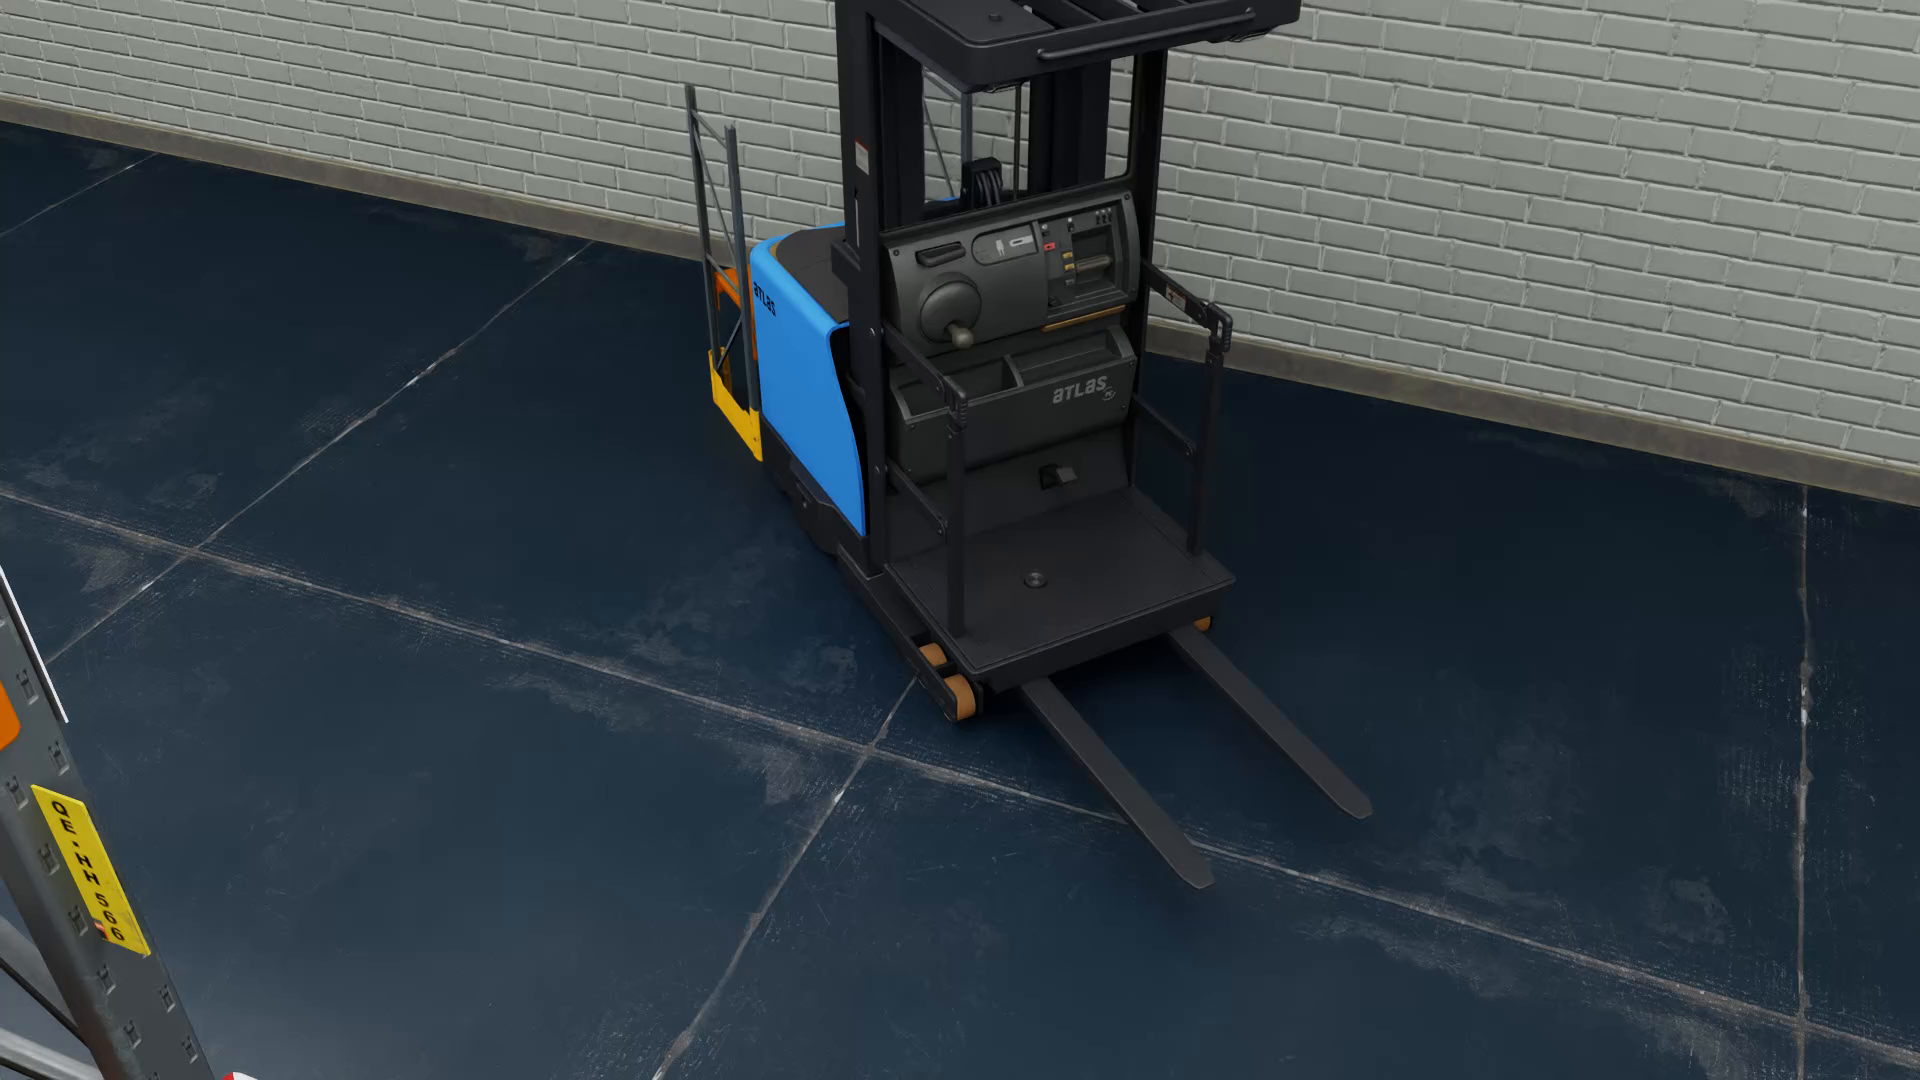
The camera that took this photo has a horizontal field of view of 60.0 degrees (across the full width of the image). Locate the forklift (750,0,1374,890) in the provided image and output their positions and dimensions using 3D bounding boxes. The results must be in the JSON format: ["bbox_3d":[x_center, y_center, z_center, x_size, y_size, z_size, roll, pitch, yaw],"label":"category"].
[{"bbox_3d":[0.296,-0.842,5.428,1.130,2.935,3.031,-18,40,-22],"label":"forklift"}]

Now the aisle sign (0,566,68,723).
[{"bbox_3d":[-1.461,-0.099,2.206,0.394,0.787,0.004,14,39,18],"label":"aisle sign"}]

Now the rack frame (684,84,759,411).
[{"bbox_3d":[-0.983,-1.101,6.970,0.032,1.500,0.500,-17,40,-21],"label":"rack frame"}]

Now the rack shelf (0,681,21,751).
[{"bbox_3d":[-2.527,1.108,0.858,1.077,0.370,4.000,14,39,18],"label":"rack shelf"}]

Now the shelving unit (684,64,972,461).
[{"bbox_3d":[-0.523,-1.242,7.159,1.083,1.500,0.587,-17,40,-21],"label":"shelving unit"}]

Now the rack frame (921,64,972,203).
[{"bbox_3d":[-0.078,-1.378,7.341,0.032,1.500,0.500,-17,40,-21],"label":"rack frame"}]

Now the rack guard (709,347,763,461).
[{"bbox_3d":[-0.966,-0.605,7.351,0.087,0.250,0.587,-17,40,-21],"label":"rack guard"}]

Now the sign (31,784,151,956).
[{"bbox_3d":[-1.269,0.486,2.429,0.100,0.325,0.005,14,39,18],"label":"sign"}]

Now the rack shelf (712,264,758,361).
[{"bbox_3d":[-0.531,-1.095,7.263,1.000,0.185,0.538,-17,40,-21],"label":"rack shelf"}]
